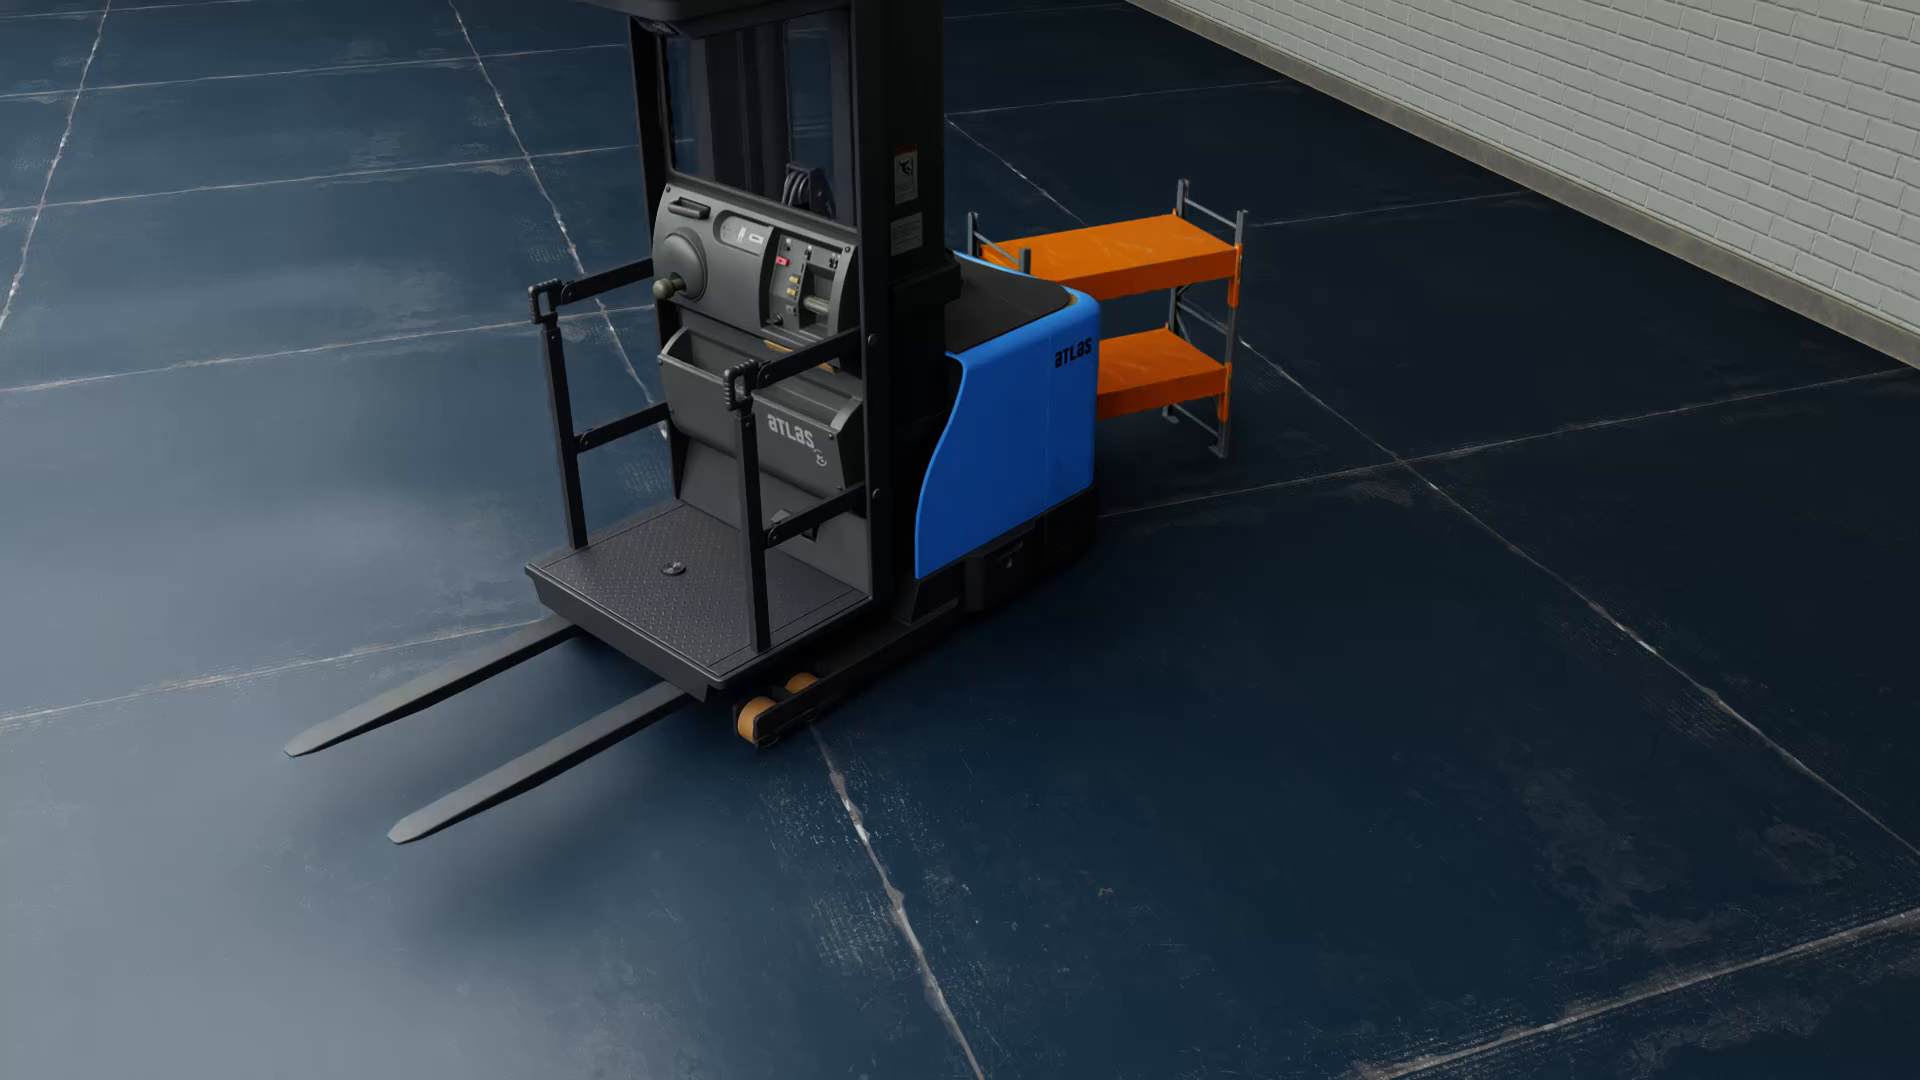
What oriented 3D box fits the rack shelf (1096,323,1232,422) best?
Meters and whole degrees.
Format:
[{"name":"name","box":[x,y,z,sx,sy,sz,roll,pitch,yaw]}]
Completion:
[{"name":"rack shelf","box":[0.612,-0.647,7.244,1.000,0.278,0.538,-13,32,-22]}]

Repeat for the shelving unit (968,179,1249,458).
[{"name":"shelving unit","box":[0.612,-0.860,7.123,1.048,1.125,0.538,-13,32,-22]}]

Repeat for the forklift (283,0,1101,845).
[{"name":"forklift","box":[-0.830,-0.869,5.315,1.130,2.935,3.031,25,38,36]}]

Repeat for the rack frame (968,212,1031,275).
[{"name":"rack frame","box":[0.154,-0.750,6.931,0.032,1.125,0.500,-13,32,-22]}]

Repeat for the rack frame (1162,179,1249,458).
[{"name":"rack frame","box":[1.070,-0.969,7.314,0.032,1.125,0.500,-13,32,-22]}]

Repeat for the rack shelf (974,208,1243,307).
[{"name":"rack shelf","box":[0.612,-1.114,6.978,1.000,0.278,0.538,-13,32,-22]}]
